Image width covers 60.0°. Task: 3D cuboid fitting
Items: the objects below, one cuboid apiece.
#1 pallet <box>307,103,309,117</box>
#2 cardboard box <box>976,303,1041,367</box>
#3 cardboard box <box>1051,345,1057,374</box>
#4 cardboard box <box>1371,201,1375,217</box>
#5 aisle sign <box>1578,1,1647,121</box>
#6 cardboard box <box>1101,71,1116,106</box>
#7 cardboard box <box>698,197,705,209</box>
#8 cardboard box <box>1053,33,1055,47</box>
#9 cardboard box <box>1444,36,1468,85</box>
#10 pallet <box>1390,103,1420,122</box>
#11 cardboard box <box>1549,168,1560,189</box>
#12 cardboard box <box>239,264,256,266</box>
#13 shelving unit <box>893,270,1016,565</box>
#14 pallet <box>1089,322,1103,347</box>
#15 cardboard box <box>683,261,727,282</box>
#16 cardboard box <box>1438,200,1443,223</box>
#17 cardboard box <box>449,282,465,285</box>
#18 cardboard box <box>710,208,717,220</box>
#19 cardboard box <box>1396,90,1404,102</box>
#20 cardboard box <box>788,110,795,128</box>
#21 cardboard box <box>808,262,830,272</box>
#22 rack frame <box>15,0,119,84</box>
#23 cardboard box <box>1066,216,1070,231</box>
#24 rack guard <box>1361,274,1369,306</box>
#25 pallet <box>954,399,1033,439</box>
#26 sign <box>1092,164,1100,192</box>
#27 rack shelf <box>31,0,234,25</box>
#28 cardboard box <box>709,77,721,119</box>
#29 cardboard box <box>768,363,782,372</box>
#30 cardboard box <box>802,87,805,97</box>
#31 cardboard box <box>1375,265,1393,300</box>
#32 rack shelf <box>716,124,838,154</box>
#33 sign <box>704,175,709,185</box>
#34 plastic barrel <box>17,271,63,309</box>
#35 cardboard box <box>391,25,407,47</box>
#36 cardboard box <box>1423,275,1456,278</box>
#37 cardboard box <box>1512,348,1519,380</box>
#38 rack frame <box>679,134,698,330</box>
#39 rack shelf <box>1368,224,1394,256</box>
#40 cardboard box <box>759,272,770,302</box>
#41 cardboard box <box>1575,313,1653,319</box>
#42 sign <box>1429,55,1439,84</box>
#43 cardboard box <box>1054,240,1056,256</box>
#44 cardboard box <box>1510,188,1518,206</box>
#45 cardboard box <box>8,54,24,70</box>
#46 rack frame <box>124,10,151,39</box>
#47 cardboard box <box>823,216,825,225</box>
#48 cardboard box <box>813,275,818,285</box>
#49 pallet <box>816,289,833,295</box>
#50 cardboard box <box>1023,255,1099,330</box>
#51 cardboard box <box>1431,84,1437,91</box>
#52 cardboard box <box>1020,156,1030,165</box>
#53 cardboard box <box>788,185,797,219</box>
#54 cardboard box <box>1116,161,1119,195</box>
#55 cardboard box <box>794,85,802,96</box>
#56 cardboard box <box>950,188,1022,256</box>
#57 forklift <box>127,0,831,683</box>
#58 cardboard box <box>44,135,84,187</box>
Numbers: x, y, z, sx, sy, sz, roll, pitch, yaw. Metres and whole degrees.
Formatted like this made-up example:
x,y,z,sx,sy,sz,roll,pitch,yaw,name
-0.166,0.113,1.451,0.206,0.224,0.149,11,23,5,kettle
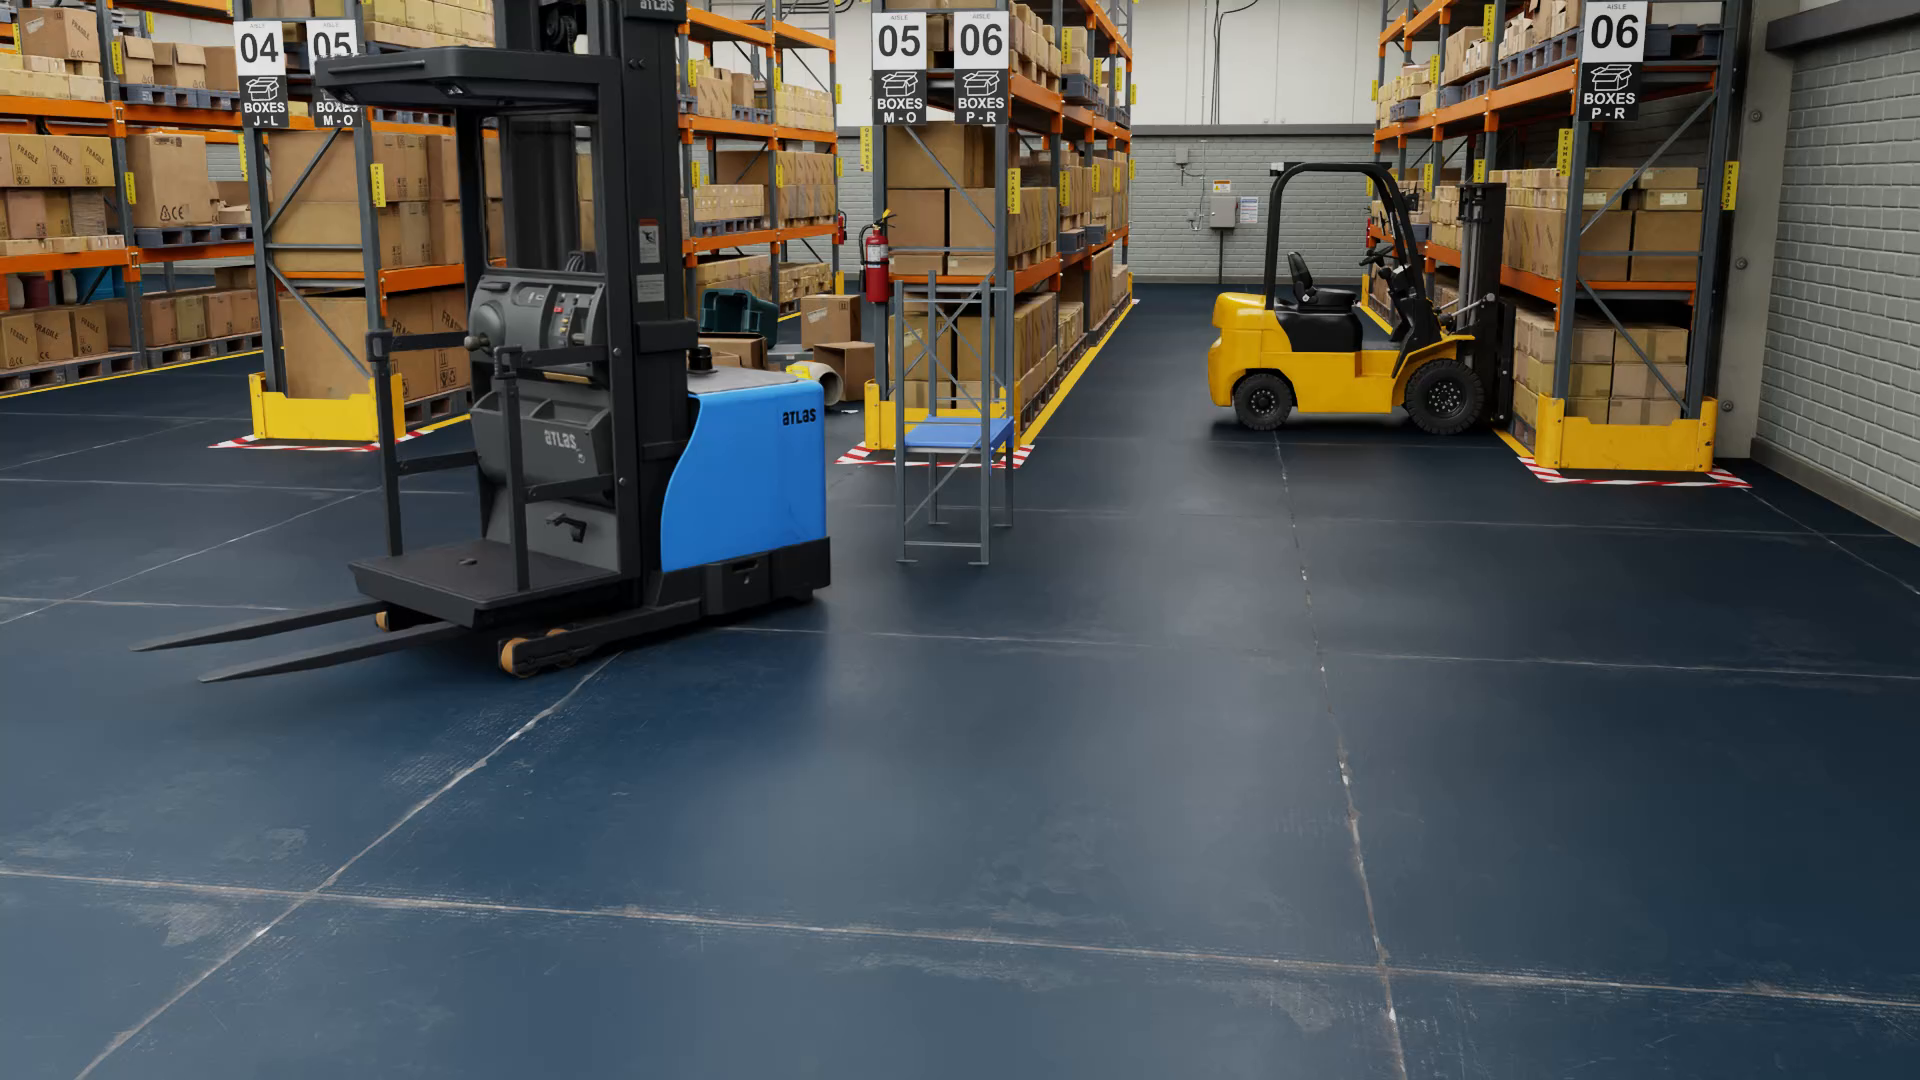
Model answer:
x,y,z,sx,sy,sz,roll,pitch,yaw,name
-8.659,-5.659,21.961,1.213,0.211,1.003,2,12,11,pallet
0.418,-1.768,14.326,0.500,0.500,0.500,2,12,10,cardboard box
0.646,-1.725,15.907,0.500,0.250,0.500,2,12,11,cardboard box
6.886,-5.320,26.709,0.500,0.250,0.500,2,12,9,cardboard box
4.461,-3.270,11.374,0.394,0.787,0.004,2,12,9,aisle sign
2.000,-6.546,24.156,0.500,0.500,0.500,2,12,10,cardboard box
-3.508,-4.346,21.434,0.380,0.149,0.250,2,12,11,cardboard box
0.674,-4.599,15.298,0.380,0.149,0.250,2,12,7,cardboard box
5.640,-5.295,18.350,0.500,0.500,0.500,2,12,9,cardboard box
6.437,-5.742,22.343,1.213,0.211,1.003,2,12,9,pallet
4.629,-2.703,12.434,0.380,0.149,0.250,2,12,10,cardboard box
-8.779,-3.369,21.113,0.500,0.250,0.500,2,12,11,cardboard box
-0.013,-0.715,9.253,0.538,1.500,1.048,2,12,9,shelving unit
1.282,-2.627,21.181,1.003,0.211,1.213,2,12,9,pallet
-3.397,-3.559,22.043,0.500,0.250,0.500,2,12,8,cardboard box
5.604,-3.651,18.482,0.500,0.250,0.500,2,12,10,cardboard box
-4.736,-1.985,15.631,0.875,0.875,0.875,2,12,9,cardboard box
-3.429,-4.305,21.949,0.380,0.149,0.250,2,12,11,cardboard box
6.094,-5.997,22.440,0.380,0.149,0.250,2,12,9,cardboard box
-2.805,-6.386,25.240,0.500,0.250,0.500,2,12,8,cardboard box
-2.421,-4.617,28.155,0.380,0.149,0.250,2,12,9,cardboard box
-9.321,-6.249,17.131,1.000,3.000,0.127,2,12,9,rack frame
0.916,-3.235,16.982,0.380,0.149,0.250,2,12,10,cardboard box
7.211,-4.096,27.312,1.175,0.500,0.348,2,12,9,rack guard
0.028,-0.984,13.556,1.003,0.211,1.213,2,12,9,pallet
1.624,-4.340,19.951,0.100,0.325,0.005,2,12,9,sign
-9.013,-6.119,19.181,1.077,0.370,4.000,2,12,9,rack shelf
-3.399,-5.697,21.453,0.500,0.500,0.500,2,12,9,cardboard box
-1.774,-1.559,16.097,0.258,0.266,0.396,-7,14,-30,cardboard box
-2.644,-7.012,26.014,0.380,0.149,0.250,2,12,7,cardboard box
6.865,-4.016,25.945,0.700,0.500,0.500,2,12,11,cardboard box
-2.897,-6.331,26.339,1.077,0.370,4.000,2,12,9,rack shelf
-3.742,-5.239,24.631,0.100,0.325,0.005,2,12,9,sign
-13.367,-3.674,24.148,0.600,0.588,0.708,2,12,9,plastic barrel
-4.642,-4.014,13.241,0.380,0.149,0.250,2,12,9,cardboard box
5.913,-3.191,20.577,0.380,0.149,0.250,1,12,7,cardboard box
4.674,-1.432,13.362,0.500,0.250,0.500,2,12,7,cardboard box
-3.820,-3.968,20.784,1.000,3.000,0.127,2,12,9,rack frame
6.915,-4.566,25.266,1.077,0.370,4.000,2,12,9,rack shelf
-3.070,-3.621,24.114,0.500,0.500,0.500,2,12,8,cardboard box
5.183,-1.655,13.208,0.500,0.250,0.500,2,12,8,cardboard box
5.456,-5.405,19.108,0.100,0.325,0.005,2,12,9,sign
0.723,-2.796,15.944,0.380,0.149,0.250,2,12,8,cardboard box
4.843,-2.878,13.952,0.380,0.149,0.250,1,12,7,cardboard box
-9.299,-4.610,16.055,0.380,0.149,0.250,2,12,11,cardboard box
-12.984,-8.075,25.604,1.000,3.000,0.127,2,12,9,rack frame
-2.459,-5.330,27.701,0.380,0.149,0.250,2,12,8,cardboard box
-2.534,-4.254,27.179,0.380,0.149,0.250,2,12,9,cardboard box
-2.761,-4.086,27.952,1.003,0.211,1.213,2,12,9,pallet
1.275,-3.136,20.972,0.875,0.875,0.875,2,12,8,cardboard box
5.928,-5.498,20.175,0.380,0.149,0.250,2,12,9,cardboard box
0.908,-4.482,20.560,0.500,0.500,0.500,2,12,7,cardboard box
-2.811,-5.193,25.525,0.500,0.500,0.500,2,12,9,cardboard box
2.098,-5.395,24.796,0.500,0.500,0.500,2,12,8,cardboard box
-2.671,-6.957,25.760,0.380,0.149,0.250,3,12,11,cardboard box
0.203,-2.447,12.784,0.500,0.500,0.500,2,12,8,cardboard box
-1.992,-0.985,7.105,1.130,2.935,3.031,11,16,41,forklift
-9.193,-3.793,16.657,0.500,0.500,0.500,2,12,9,cardboard box
